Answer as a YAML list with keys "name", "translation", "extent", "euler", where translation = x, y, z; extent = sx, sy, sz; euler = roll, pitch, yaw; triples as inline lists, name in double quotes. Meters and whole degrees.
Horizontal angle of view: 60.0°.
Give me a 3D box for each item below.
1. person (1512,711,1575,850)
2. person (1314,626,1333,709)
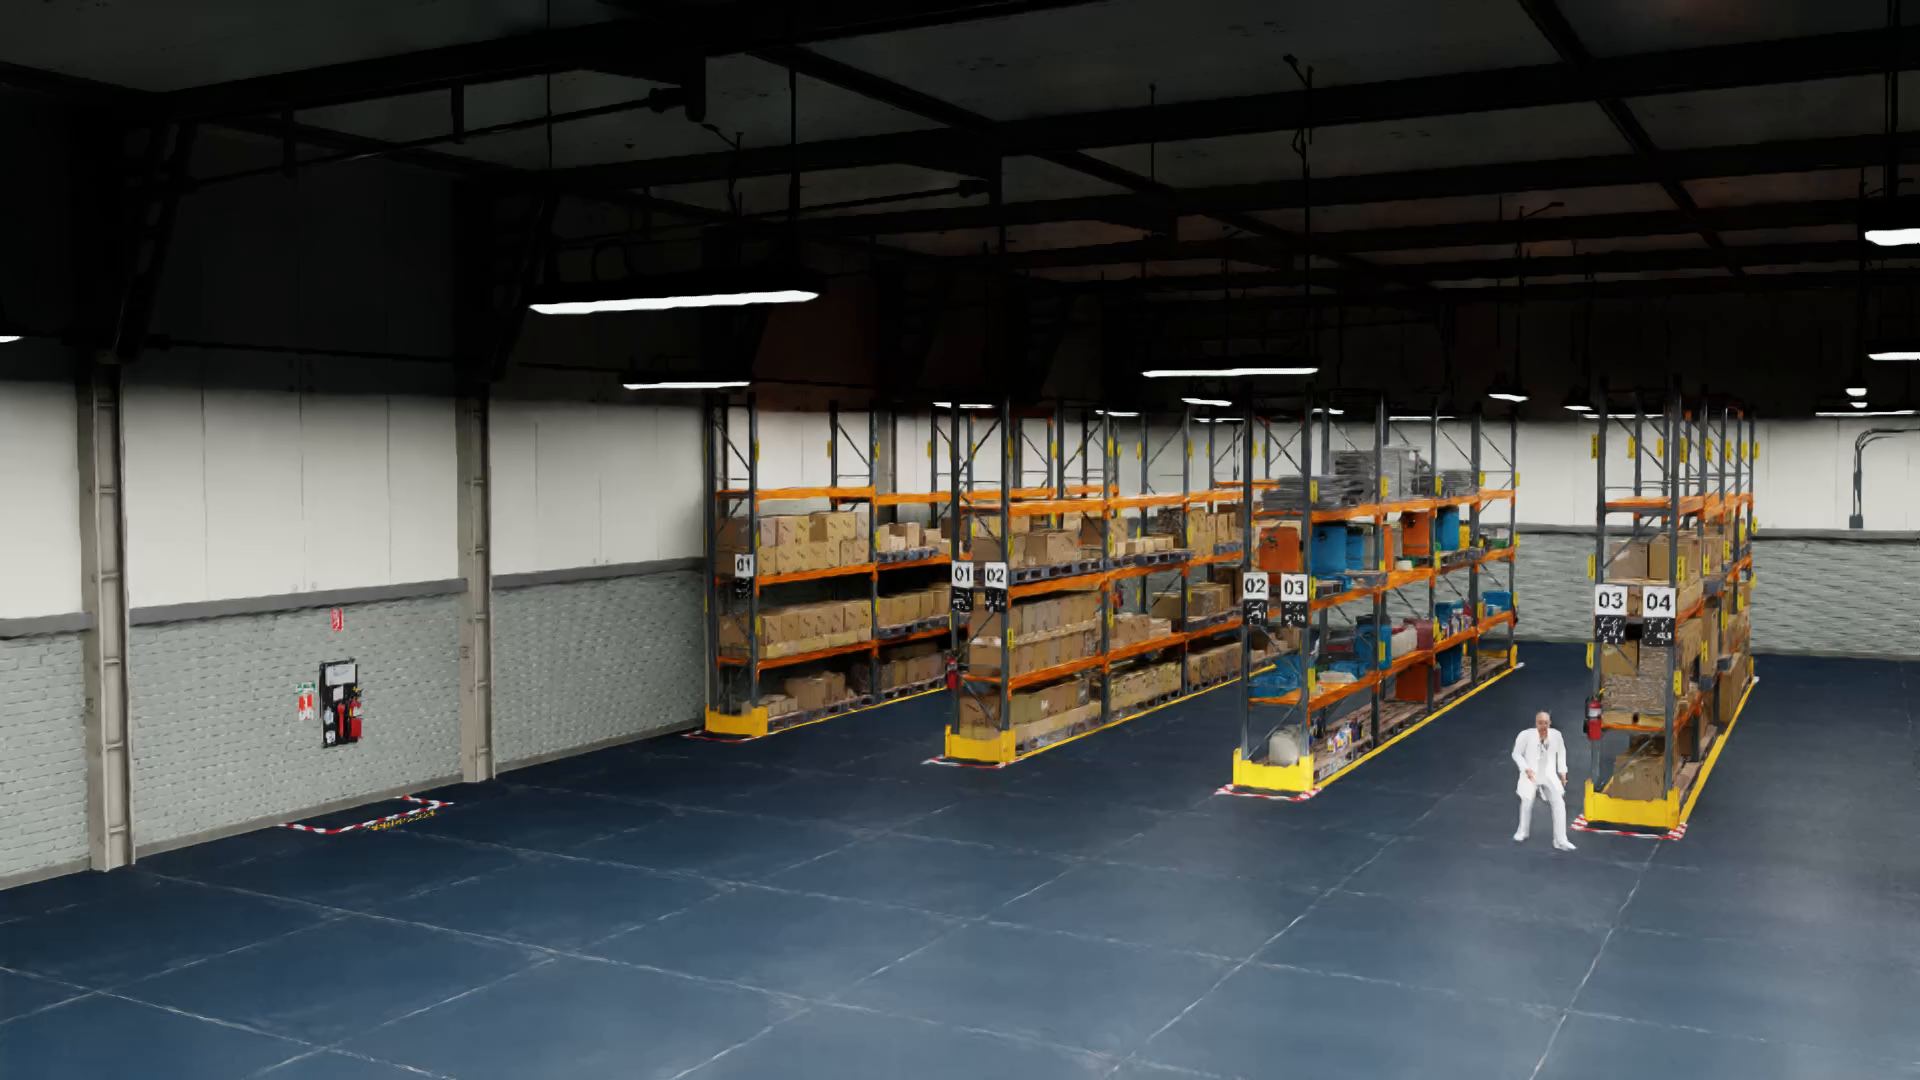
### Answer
- name: "person"
  translation: [7.329, 2.997, 21.001]
  extent: [0.719, 1.715, 0.871]
  euler: [1, 3, 11]
- name: "person"
  translation: [7.108, 2.438, 32.302]
  extent: [0.496, 1.587, 1.071]
  euler: [2, 4, 31]
